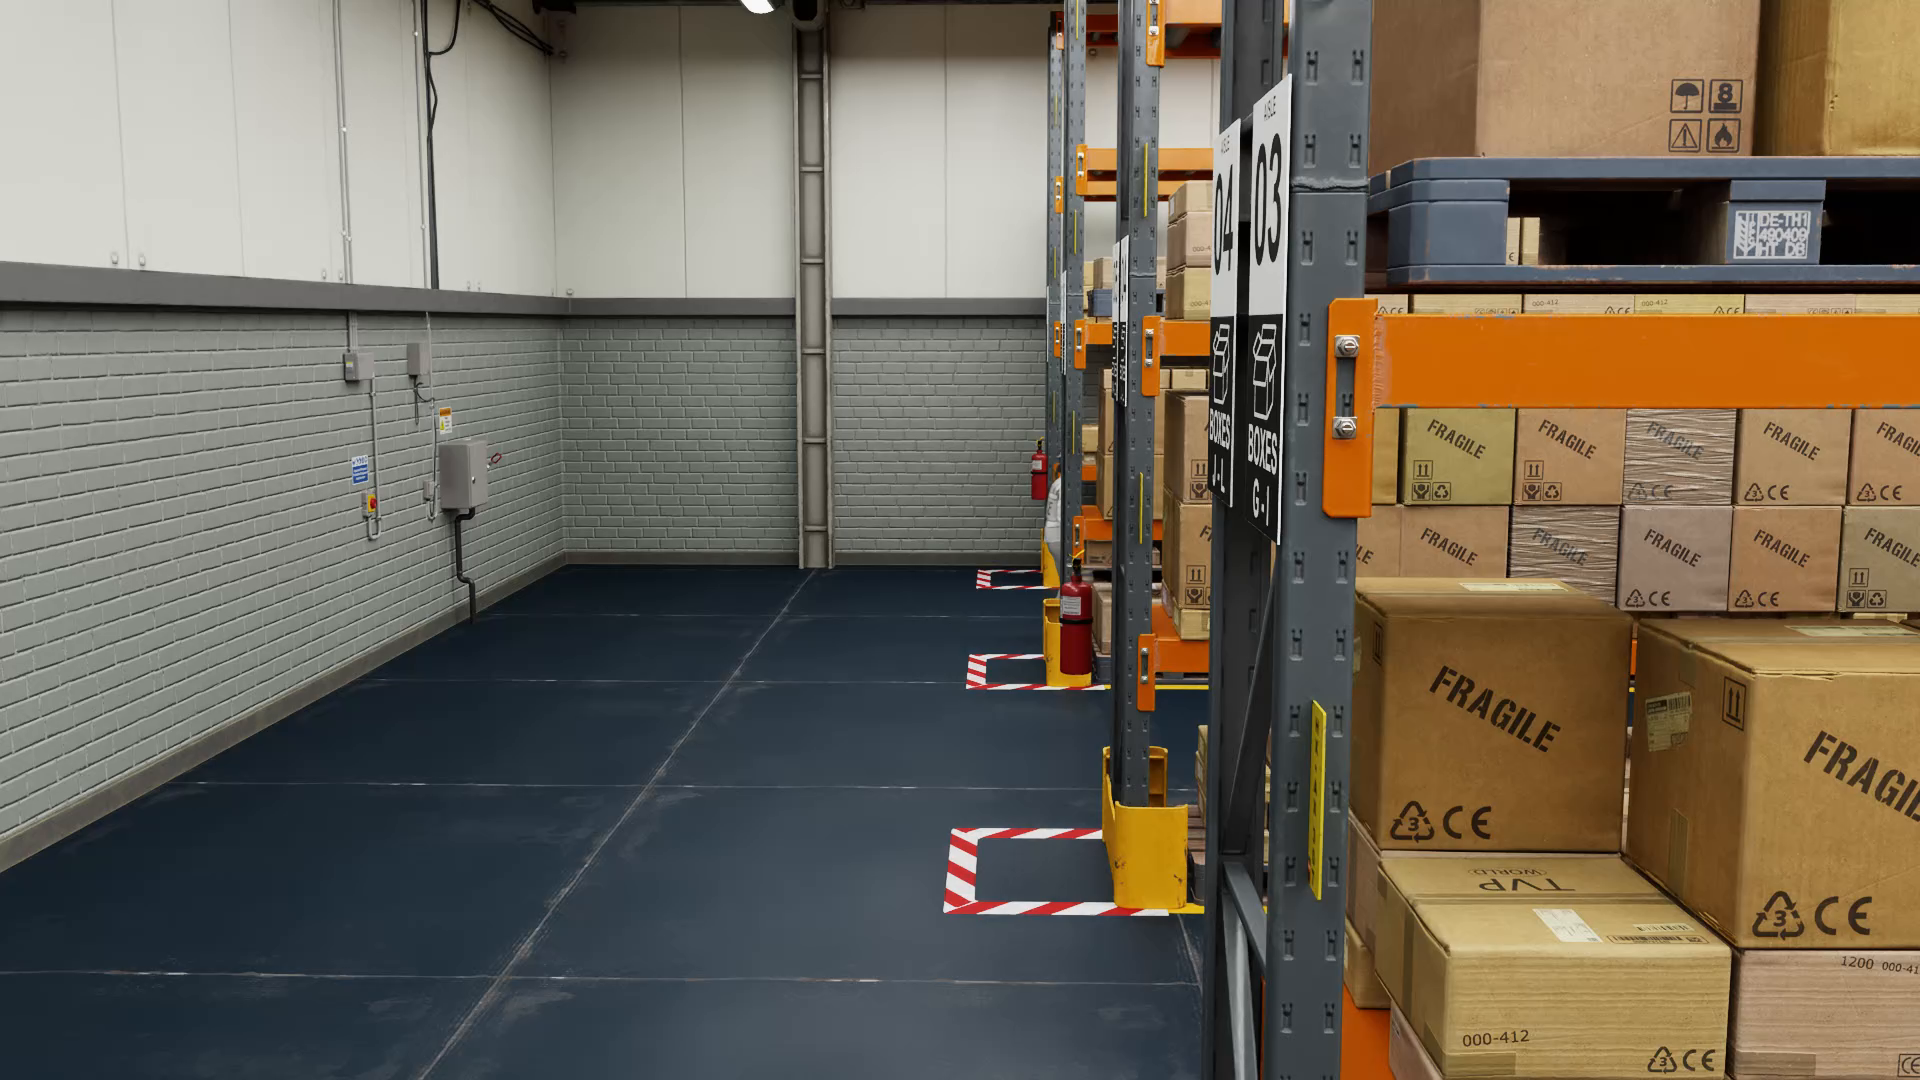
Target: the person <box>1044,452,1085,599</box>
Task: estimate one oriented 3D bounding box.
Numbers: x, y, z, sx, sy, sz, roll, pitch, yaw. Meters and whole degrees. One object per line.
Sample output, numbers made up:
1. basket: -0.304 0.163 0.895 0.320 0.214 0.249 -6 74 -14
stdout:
1. person: 0.961 0.042 14.942 0.414 1.662 0.531 0 7 -2
